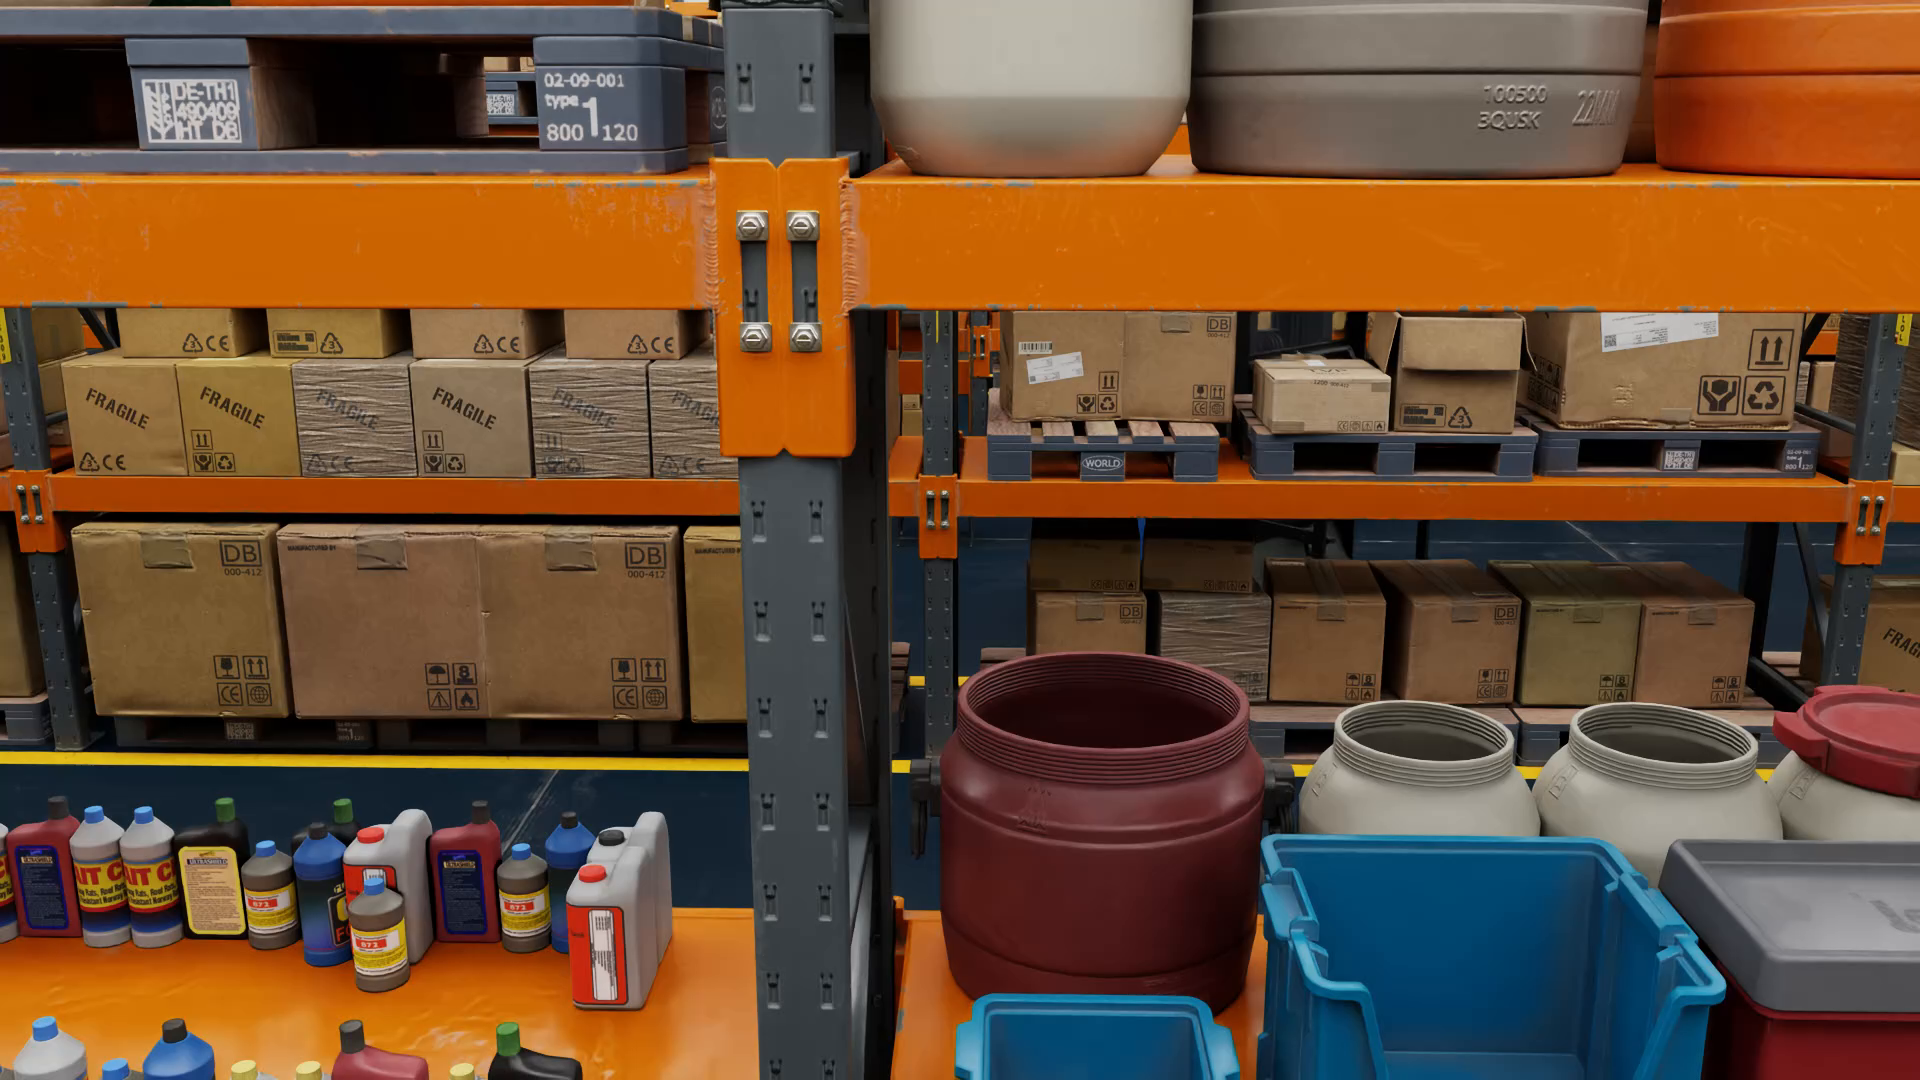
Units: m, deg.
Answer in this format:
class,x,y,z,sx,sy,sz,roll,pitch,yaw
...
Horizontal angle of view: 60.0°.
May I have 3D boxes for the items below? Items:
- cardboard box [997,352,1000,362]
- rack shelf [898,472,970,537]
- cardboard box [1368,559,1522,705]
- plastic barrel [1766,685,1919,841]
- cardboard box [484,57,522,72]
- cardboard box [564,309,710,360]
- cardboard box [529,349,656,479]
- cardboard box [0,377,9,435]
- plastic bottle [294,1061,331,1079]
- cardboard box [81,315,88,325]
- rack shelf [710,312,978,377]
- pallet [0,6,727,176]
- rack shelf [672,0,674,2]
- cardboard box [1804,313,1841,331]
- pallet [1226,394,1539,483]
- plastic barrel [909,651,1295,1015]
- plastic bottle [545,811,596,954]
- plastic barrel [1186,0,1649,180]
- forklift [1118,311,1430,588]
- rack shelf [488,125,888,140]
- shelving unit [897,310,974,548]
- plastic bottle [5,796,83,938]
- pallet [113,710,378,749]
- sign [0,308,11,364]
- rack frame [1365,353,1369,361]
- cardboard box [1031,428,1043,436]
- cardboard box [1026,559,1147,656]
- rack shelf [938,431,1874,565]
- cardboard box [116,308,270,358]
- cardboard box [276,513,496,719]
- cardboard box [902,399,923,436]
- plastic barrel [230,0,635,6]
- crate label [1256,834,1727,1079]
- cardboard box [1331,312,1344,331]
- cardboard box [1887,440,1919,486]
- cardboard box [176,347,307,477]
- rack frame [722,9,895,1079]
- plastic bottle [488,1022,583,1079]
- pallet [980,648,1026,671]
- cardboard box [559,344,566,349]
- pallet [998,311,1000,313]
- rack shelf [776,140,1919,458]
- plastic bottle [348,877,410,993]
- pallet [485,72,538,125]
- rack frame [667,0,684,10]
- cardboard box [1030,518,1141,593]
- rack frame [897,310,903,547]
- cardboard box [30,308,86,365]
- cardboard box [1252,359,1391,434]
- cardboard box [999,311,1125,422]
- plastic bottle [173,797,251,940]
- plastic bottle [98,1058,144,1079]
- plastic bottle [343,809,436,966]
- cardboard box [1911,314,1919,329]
class,x,y,z,sx,sy,sz,roll,pitch,yaw
cardboard box,0.734,-2.029,17.478,0.625,0.372,0.950,-1,15,-2
rack shelf,-0.165,-0.326,11.258,0.480,0.518,0.431,0,15,1
cardboard box,2.266,0.426,7.885,0.500,0.500,0.700,-1,15,-3
plastic barrel,1.672,0.578,3.002,0.433,0.535,0.433,0,15,0
cardboard box,-2.127,-2.287,7.222,0.637,0.503,0.797,0,15,1
cardboard box,-1.466,-1.123,7.553,0.637,0.503,0.797,1,15,3
cardboard box,-1.601,-0.571,7.429,0.500,0.500,0.500,0,15,0
cardboard box,-4.531,-0.609,7.479,0.500,0.250,0.500,0,15,0
plastic bottle,-0.971,0.883,2.503,0.097,0.201,0.097,0,15,0
cardboard box,-6.482,-1.703,12.409,0.250,0.149,0.380,0,15,1
rack shelf,-1.855,-1.505,12.574,4.000,0.370,1.077,0,15,1
pallet,-0.973,-0.701,2.609,1.213,0.211,1.003,0,15,1
rack shelf,-5.706,-6.959,21.493,4.000,0.370,1.077,0,15,1
cardboard box,6.131,-1.878,12.283,0.500,0.550,0.875,0,15,1
pallet,1.896,-0.480,7.657,1.213,0.211,1.003,0,15,1
plastic barrel,0.261,0.548,3.118,0.708,0.536,0.600,0,15,1
plastic bottle,-0.750,0.657,3.223,0.097,0.271,0.097,0,15,0
plastic barrel,0.605,-0.944,2.177,0.600,0.901,0.600,0,15,0
forklift,1.995,-0.831,8.745,1.130,2.935,3.031,-14,20,-42
rack shelf,-2.083,-1.691,7.400,4.000,0.370,1.077,0,15,1
shelving unit,-0.165,-1.016,11.076,0.503,2.100,0.431,0,15,1
plastic bottle,-1.789,0.640,3.265,0.133,0.283,0.061,0,15,1
pallet,-3.309,0.733,8.150,1.213,0.211,1.003,0,15,1
sign,-4.095,-0.917,7.083,0.005,0.325,0.100,0,15,1
rack frame,4.168,-3.077,17.122,0.127,3.000,1.000,0,15,1
cardboard box,0.750,-0.928,12.565,0.750,0.750,1.050,0,15,1
cardboard box,0.586,0.420,7.907,0.500,0.500,0.700,0,15,-2
rack shelf,1.915,-0.215,7.684,4.000,0.370,1.077,0,15,1
cardboard box,-3.444,-1.133,7.592,0.637,0.503,0.797,0,15,0
cardboard box,-2.549,0.227,7.940,0.875,0.875,1.225,0,15,-1
cardboard box,-0.521,-0.772,12.462,0.500,0.500,0.500,0,15,1
plastic barrel,-0.778,-1.178,2.380,0.708,0.830,0.600,0,15,1
crate label,0.776,0.746,2.563,0.616,0.435,0.502,0,15,1
cardboard box,2.604,-1.804,12.101,0.500,0.500,0.500,1,15,2
cardboard box,4.122,-0.350,7.279,0.250,0.149,0.380,0,15,1
cardboard box,-3.126,-0.580,7.463,0.500,0.500,0.500,0,15,2
rack frame,-0.210,0.688,2.854,0.127,3.000,1.000,0,15,1
plastic bottle,-0.626,0.850,2.466,0.133,0.283,0.061,0,15,1
pallet,0.697,0.778,7.976,1.213,0.211,1.003,0,15,1
cardboard box,-1.591,-0.702,7.924,0.500,0.500,0.500,0,15,0
pallet,1.114,-3.005,22.316,1.213,0.211,1.003,0,15,1
rack shelf,1.789,-0.402,2.514,4.000,0.370,1.077,0,15,1
plastic bottle,-1.082,0.727,3.093,0.097,0.201,0.097,0,15,0
pallet,-1.847,-1.932,7.272,1.213,0.211,1.003,1,15,4
rack frame,-3.706,-7.295,21.352,0.127,3.000,1.000,0,15,1
cardboard box,0.587,0.055,7.821,0.500,0.250,0.500,1,15,4
rack frame,-0.409,-1.018,11.082,0.015,2.100,0.400,0,15,1
cardboard box,-4.555,-1.104,7.885,0.500,0.500,0.500,0,15,1
cardboard box,1.586,-0.636,7.343,0.500,0.250,0.500,0,15,0
cardboard box,0.457,-0.834,7.600,0.500,0.500,0.500,-1,15,-5
plastic bottle,-1.461,0.642,3.256,0.133,0.283,0.061,0,15,1
plastic bottle,-1.263,0.881,2.510,0.097,0.201,0.097,0,15,0
plastic bottle,-1.097,0.659,3.204,0.135,0.276,0.152,0,15,1
cardboard box,4.358,-1.157,7.108,0.500,0.500,0.500,0,15,1
